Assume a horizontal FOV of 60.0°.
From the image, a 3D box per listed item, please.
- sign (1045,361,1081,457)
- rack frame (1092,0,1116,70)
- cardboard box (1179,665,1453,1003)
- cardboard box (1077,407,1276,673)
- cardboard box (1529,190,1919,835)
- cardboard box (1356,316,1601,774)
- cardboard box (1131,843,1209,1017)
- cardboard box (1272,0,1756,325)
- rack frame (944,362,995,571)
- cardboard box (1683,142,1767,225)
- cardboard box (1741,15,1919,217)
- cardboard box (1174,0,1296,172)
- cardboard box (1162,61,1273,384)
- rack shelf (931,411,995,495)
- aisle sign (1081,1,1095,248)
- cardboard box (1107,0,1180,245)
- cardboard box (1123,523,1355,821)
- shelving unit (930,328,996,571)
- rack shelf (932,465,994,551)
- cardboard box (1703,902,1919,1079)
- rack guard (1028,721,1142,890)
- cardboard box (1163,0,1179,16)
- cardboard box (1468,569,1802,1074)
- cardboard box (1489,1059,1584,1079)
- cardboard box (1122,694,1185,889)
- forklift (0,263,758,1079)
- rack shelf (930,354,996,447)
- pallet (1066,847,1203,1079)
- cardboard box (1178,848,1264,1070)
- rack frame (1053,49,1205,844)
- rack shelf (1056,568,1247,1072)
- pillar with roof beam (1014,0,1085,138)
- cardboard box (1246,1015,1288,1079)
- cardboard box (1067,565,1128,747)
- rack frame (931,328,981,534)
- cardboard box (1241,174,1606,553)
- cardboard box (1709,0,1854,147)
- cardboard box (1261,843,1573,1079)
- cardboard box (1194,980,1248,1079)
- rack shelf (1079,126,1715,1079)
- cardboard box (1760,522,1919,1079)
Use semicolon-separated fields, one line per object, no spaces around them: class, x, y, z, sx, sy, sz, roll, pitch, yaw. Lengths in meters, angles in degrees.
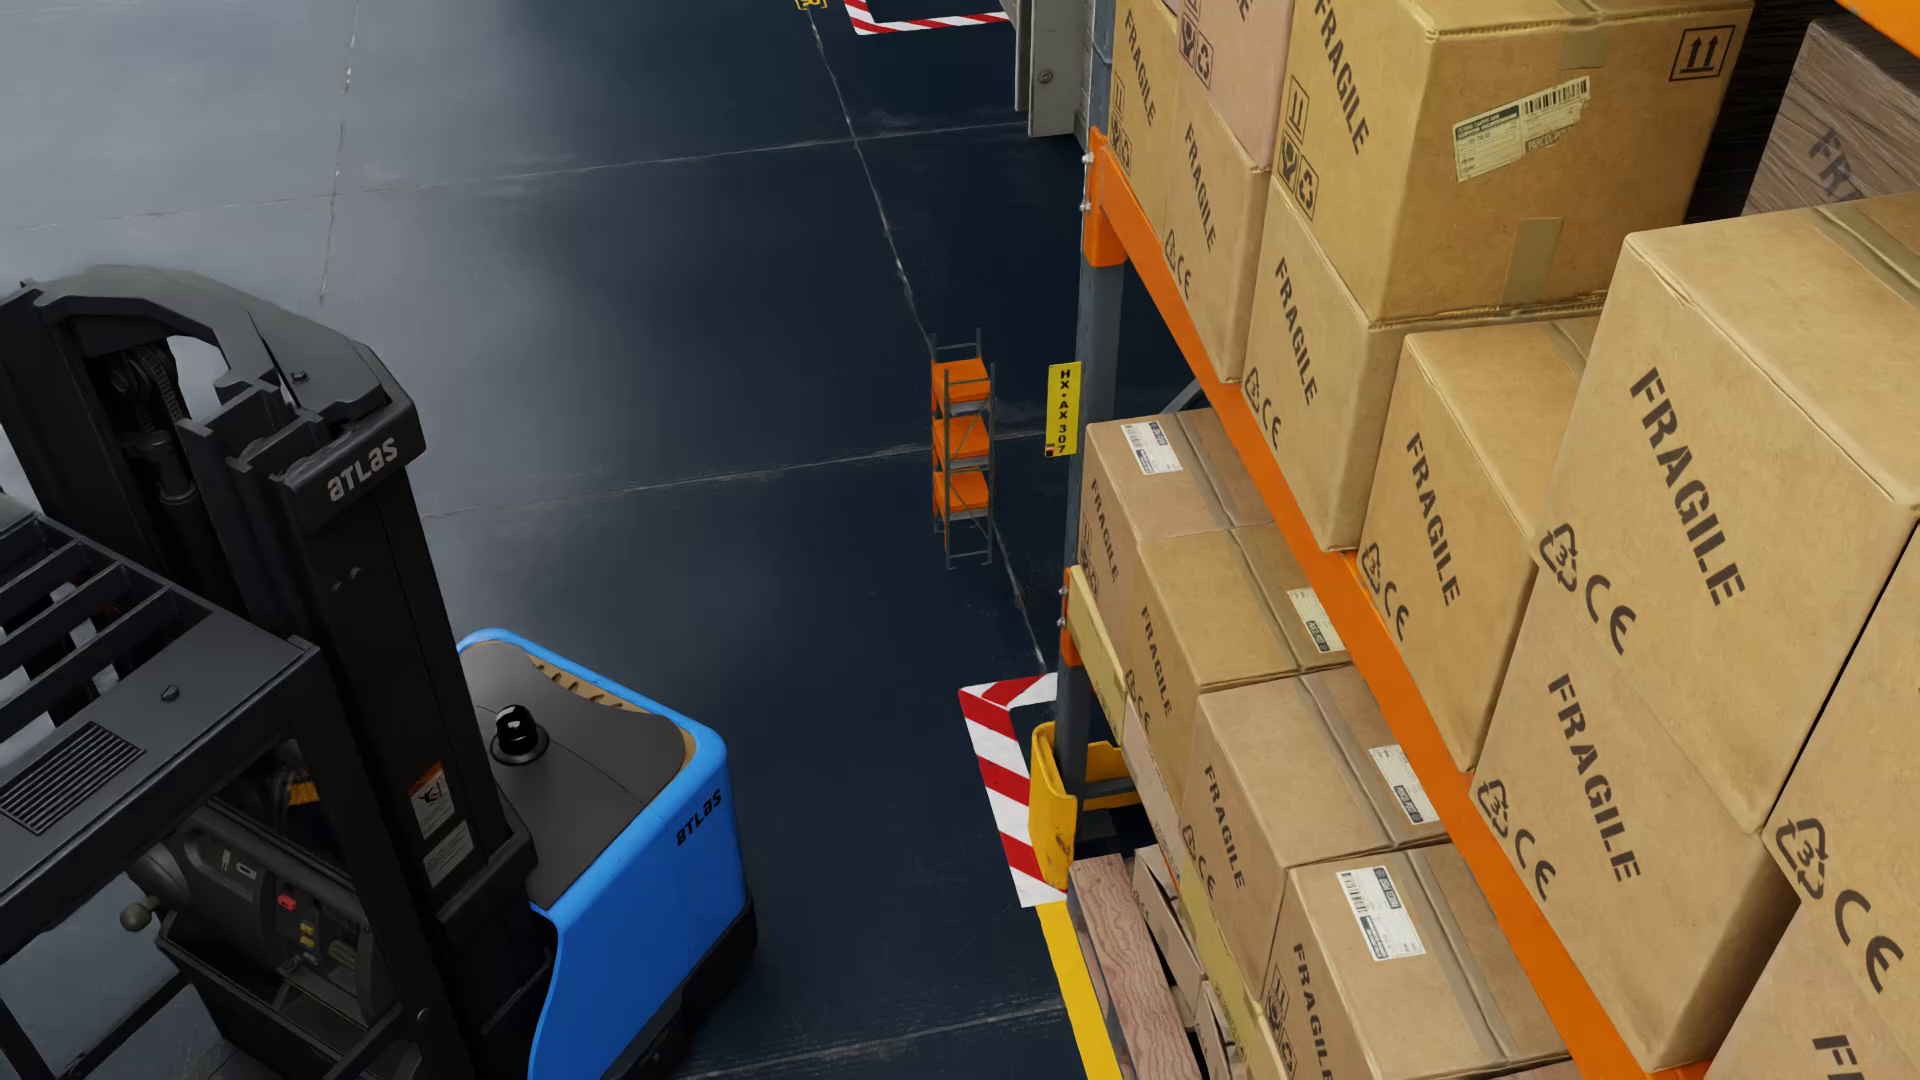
sign;0.298;-0.371;4.756;0.100;0.325;0.005;-8;42;-9
rack frame;0.827;-2.369;3.140;1.000;3.000;0.127;-8;42;-9
cardboard box;0.839;0.653;3.788;0.500;0.500;0.500;-10;42;-11
cardboard box;0.637;-0.004;4.529;0.500;0.500;0.500;-8;42;-9
cardboard box;1.066;-0.050;1.943;0.500;0.500;0.500;-10;43;-11
cardboard box;0.989;-0.006;2.647;0.500;0.500;0.500;-6;42;-7
cardboard box;0.889;1.177;5.358;0.500;0.311;0.500;-13;43;-14
cardboard box;0.854;-0.718;2.697;0.500;0.500;0.500;-7;42;-8
rack frame;0.038;-0.279;6.773;0.200;1.050;0.008;-8;42;-9
cardboard box;1.394;-0.406;3.098;0.500;0.500;0.500;-10;43;-11
cardboard box;1.490;-0.422;2.363;0.500;0.500;0.500;-8;42;-9
cardboard box;0.732;-1.049;3.069;0.500;0.500;0.500;-9;42;-10
cardboard box;0.737;-0.686;3.413;0.500;0.500;0.500;-6;42;-6
rack shelf;0.012;-0.350;6.869;0.215;0.259;0.240;-8;42;-9
aisle sign;0.519;-1.101;4.273;0.394;0.787;0.004;-8;42;-9
cardboard box;0.656;-1.039;3.811;0.500;0.500;0.500;-7;42;-8
cardboard box;0.734;0.317;4.166;0.500;0.500;0.500;-8;42;-9
shelving unit;0.012;-0.358;6.862;0.215;1.050;0.252;-8;42;-9
rack shelf;0.012;-0.142;7.054;0.215;0.259;0.240;-8;42;-9
cardboard box;1.244;0.679;1.875;0.500;0.500;0.500;-12;43;-13
rack guard;0.844;0.859;5.906;1.175;0.500;0.348;-8;42;-9
cardboard box;0.674;-1.381;3.443;0.500;0.500;0.500;-11;43;-12
cardboard box;1.087;0.326;2.274;0.500;0.500;0.500;-10;43;-11
cardboard box;1.075;1.323;3.033;0.500;0.500;0.500;-9;42;-11
cardboard box;0.749;0.620;4.390;0.500;0.250;0.500;-10;42;-11
forklift;-1.875;0.968;3.952;1.130;2.935;3.031;22;46;23
rack shelf;0.012;-0.562;6.681;0.215;0.259;0.240;-8;42;-9
pallet;0.985;1.499;5.403;1.003;0.211;1.213;-8;42;-9
cardboard box;0.853;0.951;4.017;0.500;0.250;0.500;-9;42;-10
rack frame;0.827;-0.125;5.131;1.000;3.000;0.127;-8;42;-9
rack shelf;1.259;1.440;3.910;1.077;0.370;4.000;-8;42;-9
pillar with roof beam;-3.675;-5.311;6.455;9.100;9.000;0.400;-8;42;-9
cardboard box;0.960;1.279;3.648;0.500;0.250;0.500;-8;42;-9
cardboard box;0.623;0.285;4.767;0.500;0.250;0.500;-9;42;-11
rack frame;-0.015;-0.437;6.951;0.200;1.050;0.008;-8;42;-9
cardboard box;0.853;-0.350;3.035;0.500;0.500;0.500;-7;42;-7
cardboard box;1.304;-1.072;3.095;0.500;0.500;0.500;-6;42;-7
cardboard box;0.962;0.986;3.413;0.500;0.500;0.500;-7;42;-8
cardboard box;1.012;1.547;4.942;0.500;0.311;0.500;-5;42;-6
rack shelf;1.259;0.319;2.914;1.077;0.370;4.000;-8;42;-9
cardboard box;1.189;0.286;1.566;0.500;0.500;0.500;-6;42;-7
